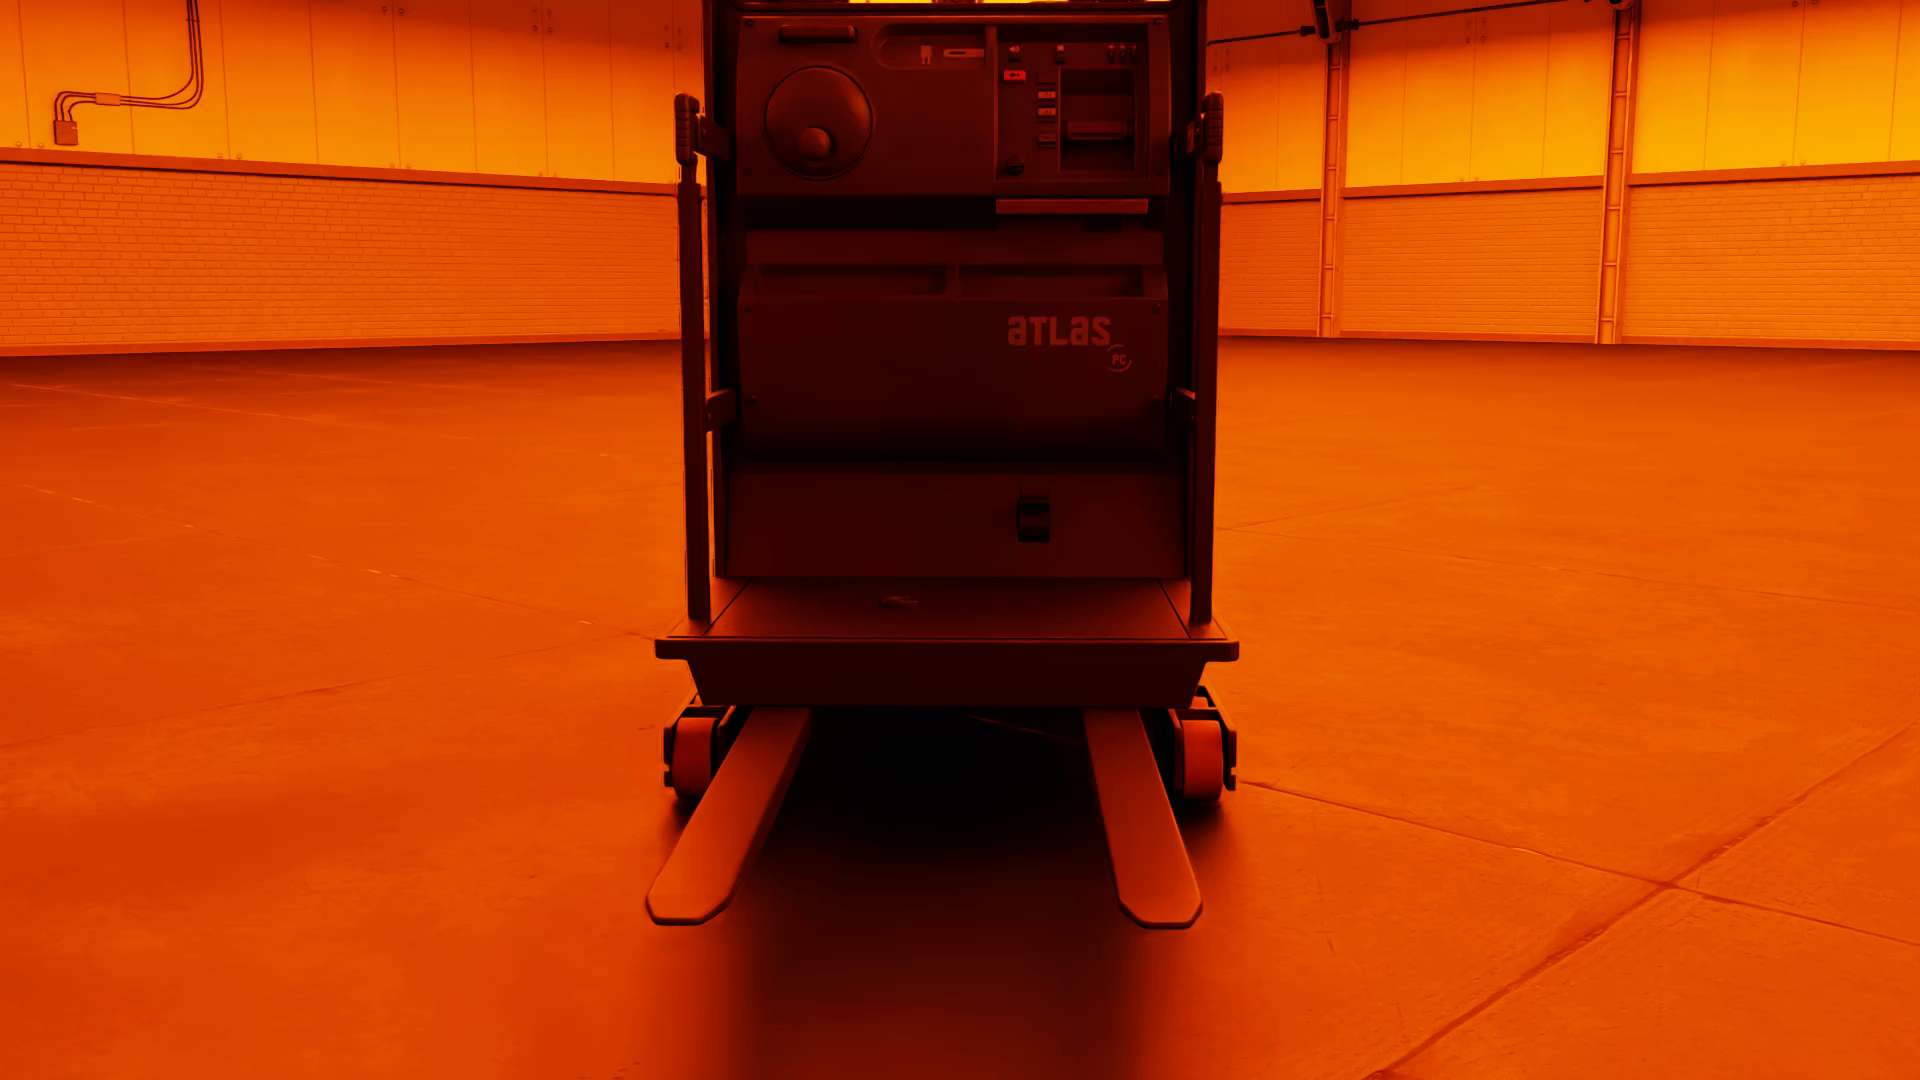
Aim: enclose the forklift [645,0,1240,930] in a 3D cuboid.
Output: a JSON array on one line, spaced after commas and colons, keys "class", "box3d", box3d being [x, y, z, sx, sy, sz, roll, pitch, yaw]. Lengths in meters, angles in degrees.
[{"class": "forklift", "box3d": [-0.016, -0.979, 3.375, 1.130, 2.935, 3.031, 0, 9, 1]}]
